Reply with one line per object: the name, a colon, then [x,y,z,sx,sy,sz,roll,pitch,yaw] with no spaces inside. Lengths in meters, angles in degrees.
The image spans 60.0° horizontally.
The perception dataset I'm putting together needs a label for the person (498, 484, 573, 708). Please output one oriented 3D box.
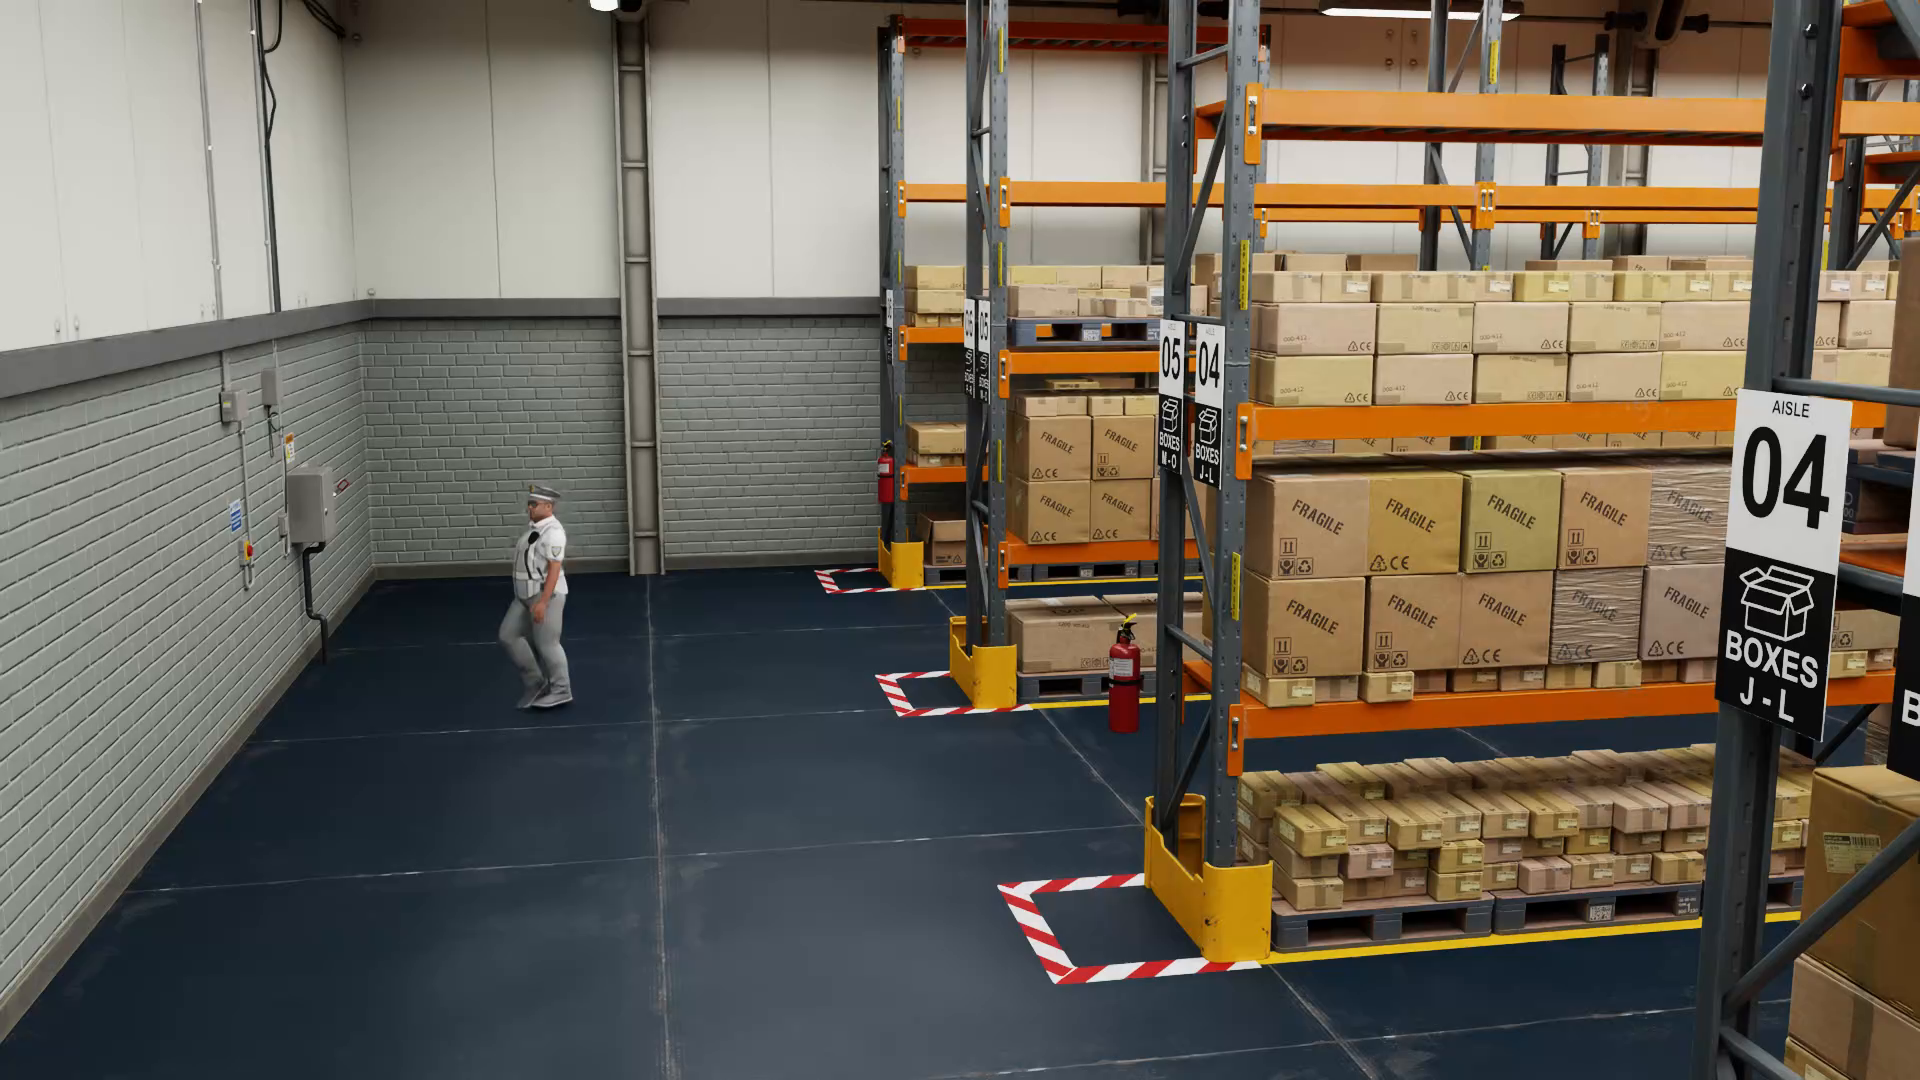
person: [-3.335,0.475,13.051,0.492,1.828,0.573,-7,12,-35]
